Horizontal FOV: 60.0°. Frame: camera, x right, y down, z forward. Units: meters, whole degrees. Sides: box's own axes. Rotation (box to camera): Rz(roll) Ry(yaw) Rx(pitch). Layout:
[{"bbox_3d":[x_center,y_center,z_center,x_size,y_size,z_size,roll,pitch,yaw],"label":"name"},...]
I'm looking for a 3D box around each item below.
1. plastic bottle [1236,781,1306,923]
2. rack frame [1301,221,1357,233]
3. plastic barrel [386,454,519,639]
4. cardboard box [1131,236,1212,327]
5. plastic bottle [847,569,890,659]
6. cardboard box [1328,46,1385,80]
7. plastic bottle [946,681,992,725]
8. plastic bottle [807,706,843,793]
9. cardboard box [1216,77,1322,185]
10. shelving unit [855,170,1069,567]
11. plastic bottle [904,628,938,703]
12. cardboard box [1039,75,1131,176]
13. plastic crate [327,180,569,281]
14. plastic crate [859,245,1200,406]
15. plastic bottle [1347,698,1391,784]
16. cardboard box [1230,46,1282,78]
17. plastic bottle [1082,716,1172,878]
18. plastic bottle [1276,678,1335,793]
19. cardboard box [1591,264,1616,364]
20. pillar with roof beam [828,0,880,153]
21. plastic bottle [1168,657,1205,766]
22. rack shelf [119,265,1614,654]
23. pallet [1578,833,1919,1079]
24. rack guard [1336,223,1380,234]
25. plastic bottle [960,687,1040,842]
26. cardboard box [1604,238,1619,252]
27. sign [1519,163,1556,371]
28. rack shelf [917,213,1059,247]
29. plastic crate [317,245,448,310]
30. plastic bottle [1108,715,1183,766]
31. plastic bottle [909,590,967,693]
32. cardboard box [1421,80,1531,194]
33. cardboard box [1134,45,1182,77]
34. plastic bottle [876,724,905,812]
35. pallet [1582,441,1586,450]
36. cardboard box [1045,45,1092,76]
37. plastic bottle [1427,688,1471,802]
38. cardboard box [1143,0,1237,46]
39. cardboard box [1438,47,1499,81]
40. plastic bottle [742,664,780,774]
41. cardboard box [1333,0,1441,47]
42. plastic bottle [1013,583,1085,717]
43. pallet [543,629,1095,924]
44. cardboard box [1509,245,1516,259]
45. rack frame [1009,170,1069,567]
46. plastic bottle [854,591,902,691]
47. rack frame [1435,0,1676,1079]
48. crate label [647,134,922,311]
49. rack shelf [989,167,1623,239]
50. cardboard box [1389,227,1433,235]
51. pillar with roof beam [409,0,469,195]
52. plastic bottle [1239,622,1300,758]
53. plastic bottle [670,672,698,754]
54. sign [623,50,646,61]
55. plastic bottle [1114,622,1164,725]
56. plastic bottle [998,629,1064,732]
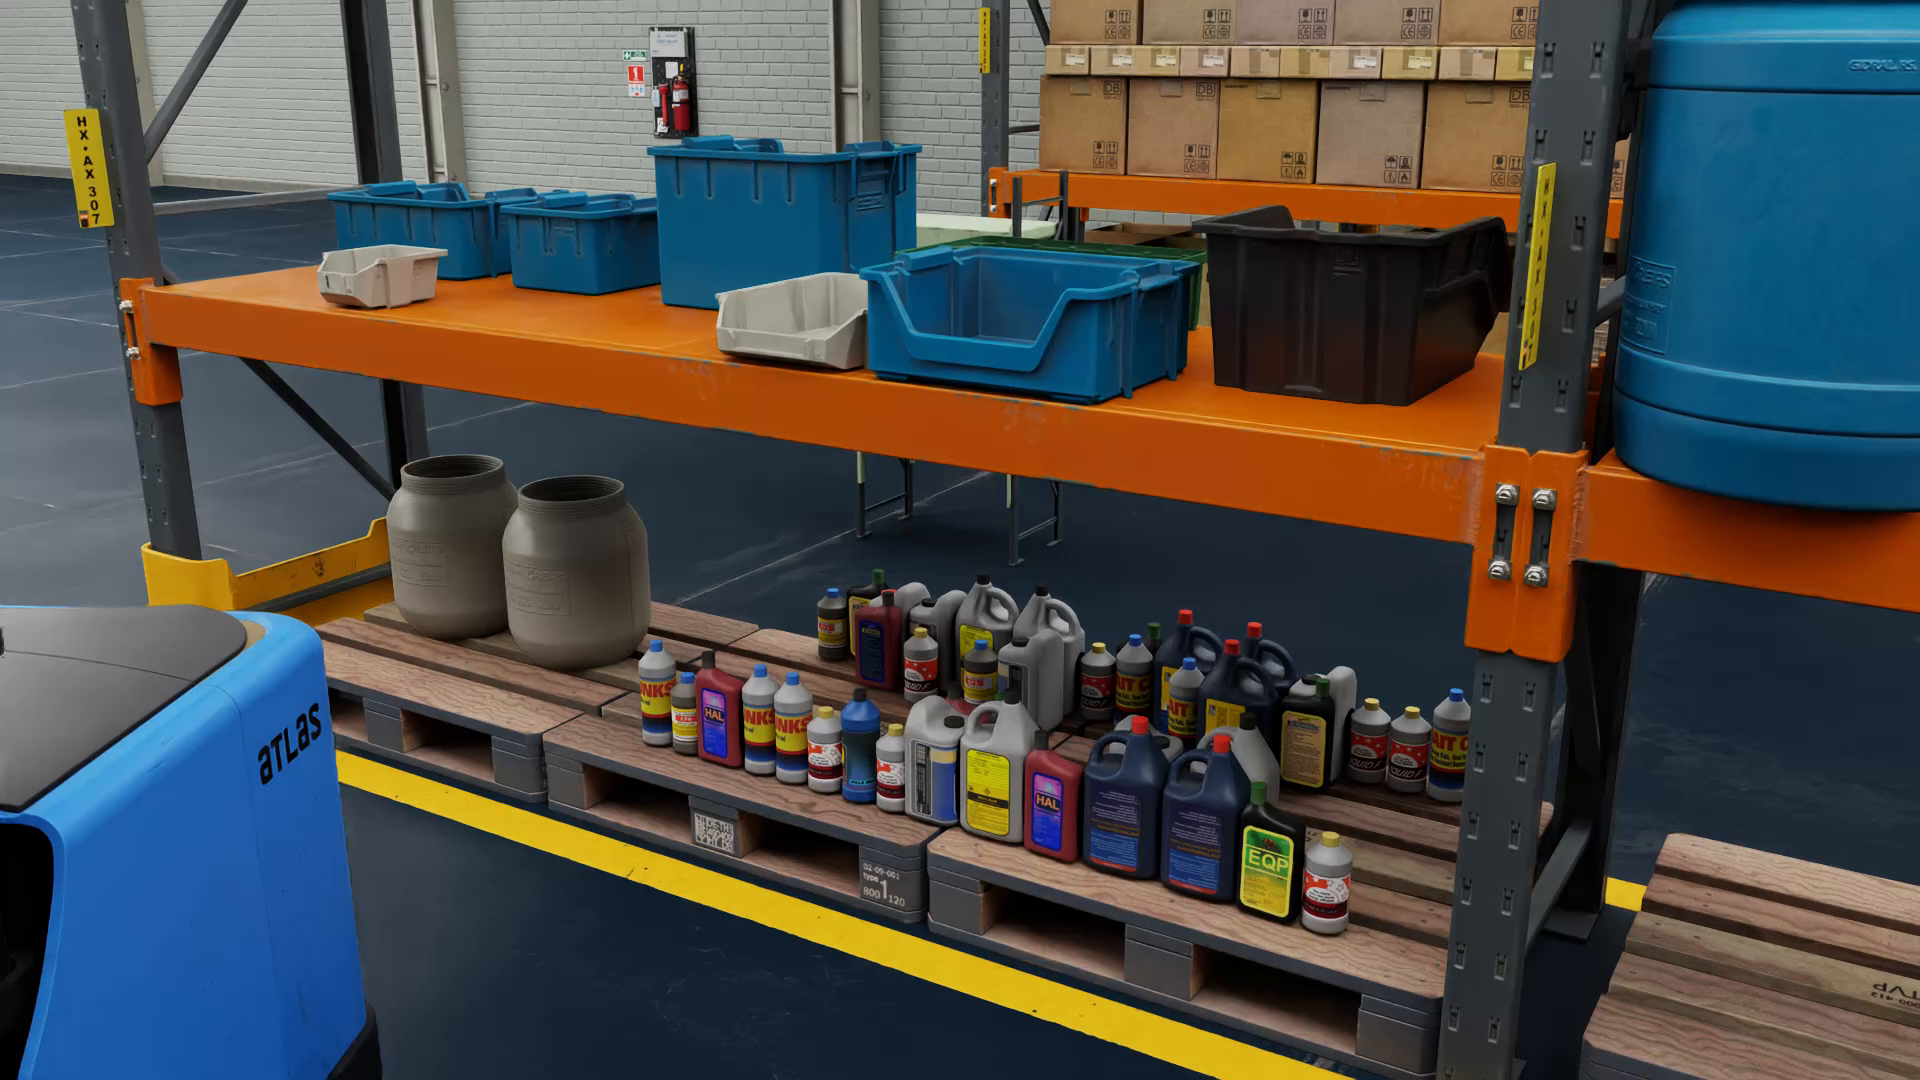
[{"bbox_3d":[0.654,0.652,3.490,0.133,0.283,0.061,11,20,33],"label":"plastic bottle"},{"bbox_3d":[3.013,-3.508,13.268,0.127,3.000,1.000,10,20,30],"label":"rack frame"},{"bbox_3d":[-1.571,0.017,5.224,0.421,0.512,0.421,0,17,0],"label":"plastic barrel"},{"bbox_3d":[1.191,-1.312,8.758,0.500,0.500,0.500,10,20,30],"label":"cardboard box"},{"bbox_3d":[-0.269,0.219,4.915,0.133,0.283,0.061,11,20,31],"label":"plastic bottle"},{"bbox_3d":[1.954,-2.291,7.976,0.250,0.149,0.380,10,20,31],"label":"cardboard box"},{"bbox_3d":[0.017,0.487,4.035,0.133,0.283,0.061,10,20,30],"label":"plastic bottle"},{"bbox_3d":[-0.329,0.510,4.100,0.097,0.201,0.097,0,17,0],"label":"plastic bottle"},{"bbox_3d":[1.685,-2.098,8.456,0.500,0.500,0.700,10,20,30],"label":"cardboard box"},{"bbox_3d":[-0.006,-0.719,6.667,0.755,1.500,0.431,10,20,30],"label":"shelving unit"},{"bbox_3d":[-0.108,0.345,4.642,0.097,0.201,0.097,0,17,0],"label":"plastic bottle"},{"bbox_3d":[0.814,-2.254,8.968,0.500,0.500,0.700,10,20,30],"label":"cardboard box"},{"bbox_3d":[-1.589,-0.981,5.205,0.616,0.251,0.499,10,20,30],"label":"plastic crate"},{"bbox_3d":[0.151,-0.476,3.542,0.616,0.251,0.499,10,20,30],"label":"plastic crate"},{"bbox_3d":[1.021,0.495,4.149,0.097,0.201,0.097,0,17,0],"label":"plastic bottle"},{"bbox_3d":[1.526,-2.369,8.231,0.250,0.149,0.380,9,19,28],"label":"cardboard box"},{"bbox_3d":[0.373,0.556,3.692,0.185,0.351,0.144,9,19,27],"label":"plastic bottle"},{"bbox_3d":[0.849,0.471,4.088,0.133,0.283,0.061,10,20,30],"label":"plastic bottle"},{"bbox_3d":[2.902,-1.011,7.768,0.500,0.500,0.500,10,20,30],"label":"cardboard box"},{"bbox_3d":[-3.304,-6.332,12.245,0.400,9.000,9.100,10,20,30],"label":"pillar with roof beam"},{"bbox_3d":[0.579,0.432,4.237,0.097,0.271,0.097,0,17,0],"label":"plastic bottle"},{"bbox_3d":[-0.468,-0.406,4.293,4.000,0.370,1.077,10,20,30],"label":"rack shelf"},{"bbox_3d":[1.926,0.998,3.231,1.213,0.211,1.003,10,20,30],"label":"pallet"},{"bbox_3d":[3.077,-2.300,13.593,0.348,0.500,1.175,10,20,30],"label":"rack guard"},{"bbox_3d":[0.098,0.506,3.854,0.185,0.351,0.144,10,20,30],"label":"plastic bottle"},{"bbox_3d":[4.640,-2.184,12.454,0.500,0.500,0.700,9,19,27],"label":"cardboard box"},{"bbox_3d":[0.939,-0.444,2.704,0.005,0.325,0.100,10,20,30],"label":"sign"},{"bbox_3d":[-0.006,-1.092,6.553,0.720,0.370,0.431,10,20,30],"label":"rack shelf"},{"bbox_3d":[-1.578,-0.712,4.518,0.250,0.136,0.298,10,20,30],"label":"plastic crate"},{"bbox_3d":[0.429,0.551,3.836,0.135,0.276,0.152,10,20,30],"label":"plastic bottle"},{"bbox_3d":[-0.059,0.276,4.742,0.135,0.276,0.152,10,19,29],"label":"plastic bottle"},{"bbox_3d":[2.572,-1.942,7.940,0.500,0.500,0.700,10,20,31],"label":"cardboard box"},{"bbox_3d":[1.083,-2.448,8.490,0.250,0.149,0.380,10,20,30],"label":"cardboard box"},{"bbox_3d":[-0.153,0.541,3.997,0.097,0.201,0.097,0,17,0],"label":"plastic bottle"},{"bbox_3d":[3.176,-0.469,8.062,1.213,0.211,1.003,10,20,30],"label":"pallet"},{"bbox_3d":[0.645,-2.525,8.746,0.250,0.149,0.380,10,20,30],"label":"cardboard box"},{"bbox_3d":[1.194,0.492,4.037,0.097,0.271,0.097,0,17,0],"label":"plastic bottle"},{"bbox_3d":[1.311,-2.788,8.494,0.500,0.500,0.700,10,19,29],"label":"cardboard box"},{"bbox_3d":[2.407,-2.212,7.714,0.250,0.149,0.380,11,20,32],"label":"cardboard box"},{"bbox_3d":[-0.498,0.446,4.189,0.097,0.271,0.097,0,17,0],"label":"plastic bottle"},{"bbox_3d":[2.167,-2.635,7.992,0.500,0.500,0.700,10,20,30],"label":"cardboard box"},{"bbox_3d":[0.243,0.292,4.558,0.185,0.351,0.144,10,20,30],"label":"plastic bottle"},{"bbox_3d":[-0.358,0.591,4.573,1.213,0.211,1.003,10,20,30],"label":"pallet"},{"bbox_3d":[2.748,-1.216,8.442,0.500,0.500,0.500,10,20,30],"label":"cardboard box"},{"bbox_3d":[0.306,-0.663,6.483,0.023,1.500,0.400,10,20,30],"label":"rack frame"},{"bbox_3d":[-0.233,0.277,4.723,0.133,0.283,0.061,10,20,30],"label":"plastic bottle"},{"bbox_3d":[1.236,-0.446,3.187,0.127,3.000,1.000,10,20,30],"label":"rack frame"},{"bbox_3d":[-0.462,-0.858,4.484,0.616,0.435,0.502,10,20,30],"label":"crate label"},{"bbox_3d":[2.128,-1.632,8.330,4.000,0.370,1.077,10,20,30],"label":"rack shelf"},{"bbox_3d":[3.555,-2.304,13.175,0.500,0.311,0.500,8,19,24],"label":"cardboard box"},{"bbox_3d":[-8.417,-7.245,15.250,0.400,9.000,9.100,10,20,30],"label":"pillar with roof beam"},{"bbox_3d":[0.766,0.386,4.251,0.185,0.351,0.144,11,20,32],"label":"plastic bottle"},{"bbox_3d":[-0.702,0.443,4.319,0.097,0.201,0.097,0,17,0],"label":"plastic bottle"},{"bbox_3d":[-3.555,-5.291,18.165,0.331,0.109,0.001,10,20,30],"label":"sign"},{"bbox_3d":[0.486,0.354,4.472,0.133,0.283,0.061,11,20,32],"label":"plastic bottle"},{"bbox_3d":[0.187,0.369,4.436,0.135,0.276,0.152,10,20,30],"label":"plastic bottle"}]
